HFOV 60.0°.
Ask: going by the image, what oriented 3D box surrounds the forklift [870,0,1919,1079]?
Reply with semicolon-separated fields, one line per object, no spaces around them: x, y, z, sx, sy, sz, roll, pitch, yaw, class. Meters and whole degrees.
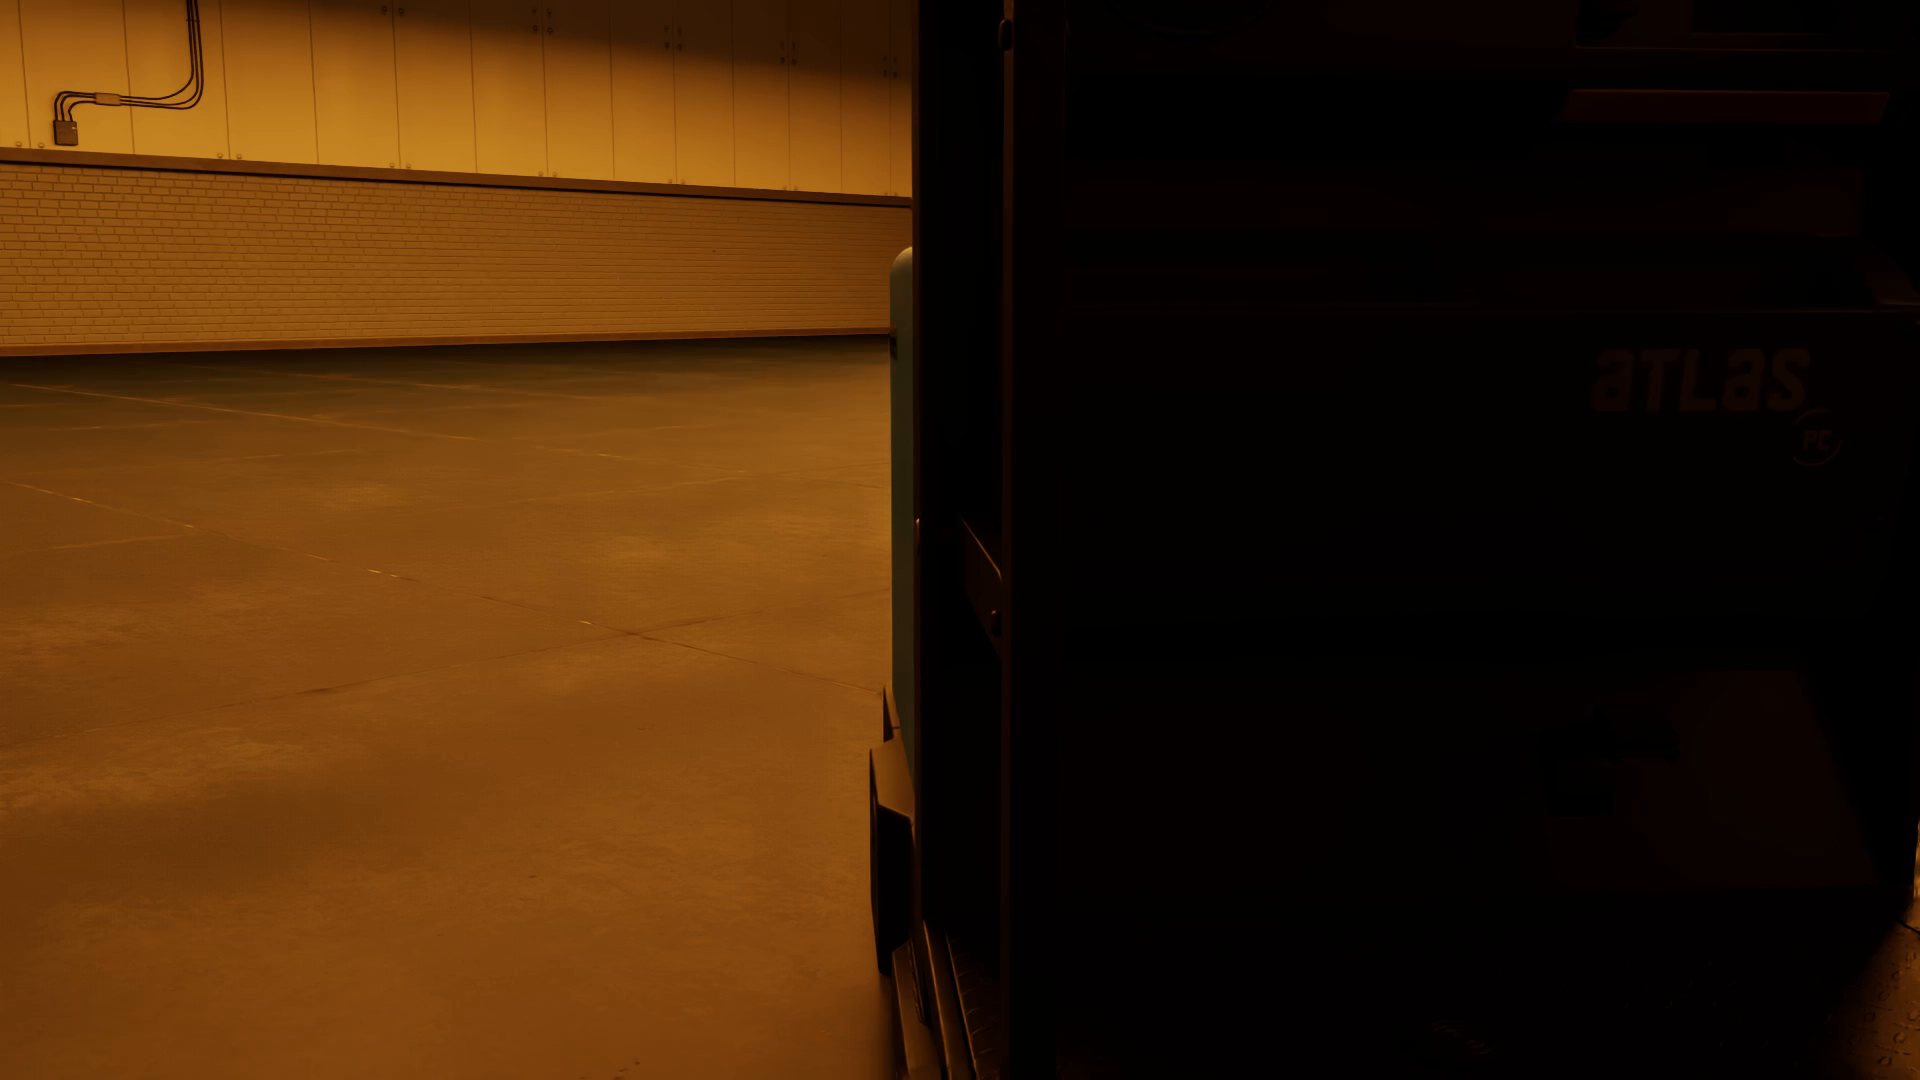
0.518;-0.681;1.396;1.130;2.935;3.031;-1;9;-5;forklift
